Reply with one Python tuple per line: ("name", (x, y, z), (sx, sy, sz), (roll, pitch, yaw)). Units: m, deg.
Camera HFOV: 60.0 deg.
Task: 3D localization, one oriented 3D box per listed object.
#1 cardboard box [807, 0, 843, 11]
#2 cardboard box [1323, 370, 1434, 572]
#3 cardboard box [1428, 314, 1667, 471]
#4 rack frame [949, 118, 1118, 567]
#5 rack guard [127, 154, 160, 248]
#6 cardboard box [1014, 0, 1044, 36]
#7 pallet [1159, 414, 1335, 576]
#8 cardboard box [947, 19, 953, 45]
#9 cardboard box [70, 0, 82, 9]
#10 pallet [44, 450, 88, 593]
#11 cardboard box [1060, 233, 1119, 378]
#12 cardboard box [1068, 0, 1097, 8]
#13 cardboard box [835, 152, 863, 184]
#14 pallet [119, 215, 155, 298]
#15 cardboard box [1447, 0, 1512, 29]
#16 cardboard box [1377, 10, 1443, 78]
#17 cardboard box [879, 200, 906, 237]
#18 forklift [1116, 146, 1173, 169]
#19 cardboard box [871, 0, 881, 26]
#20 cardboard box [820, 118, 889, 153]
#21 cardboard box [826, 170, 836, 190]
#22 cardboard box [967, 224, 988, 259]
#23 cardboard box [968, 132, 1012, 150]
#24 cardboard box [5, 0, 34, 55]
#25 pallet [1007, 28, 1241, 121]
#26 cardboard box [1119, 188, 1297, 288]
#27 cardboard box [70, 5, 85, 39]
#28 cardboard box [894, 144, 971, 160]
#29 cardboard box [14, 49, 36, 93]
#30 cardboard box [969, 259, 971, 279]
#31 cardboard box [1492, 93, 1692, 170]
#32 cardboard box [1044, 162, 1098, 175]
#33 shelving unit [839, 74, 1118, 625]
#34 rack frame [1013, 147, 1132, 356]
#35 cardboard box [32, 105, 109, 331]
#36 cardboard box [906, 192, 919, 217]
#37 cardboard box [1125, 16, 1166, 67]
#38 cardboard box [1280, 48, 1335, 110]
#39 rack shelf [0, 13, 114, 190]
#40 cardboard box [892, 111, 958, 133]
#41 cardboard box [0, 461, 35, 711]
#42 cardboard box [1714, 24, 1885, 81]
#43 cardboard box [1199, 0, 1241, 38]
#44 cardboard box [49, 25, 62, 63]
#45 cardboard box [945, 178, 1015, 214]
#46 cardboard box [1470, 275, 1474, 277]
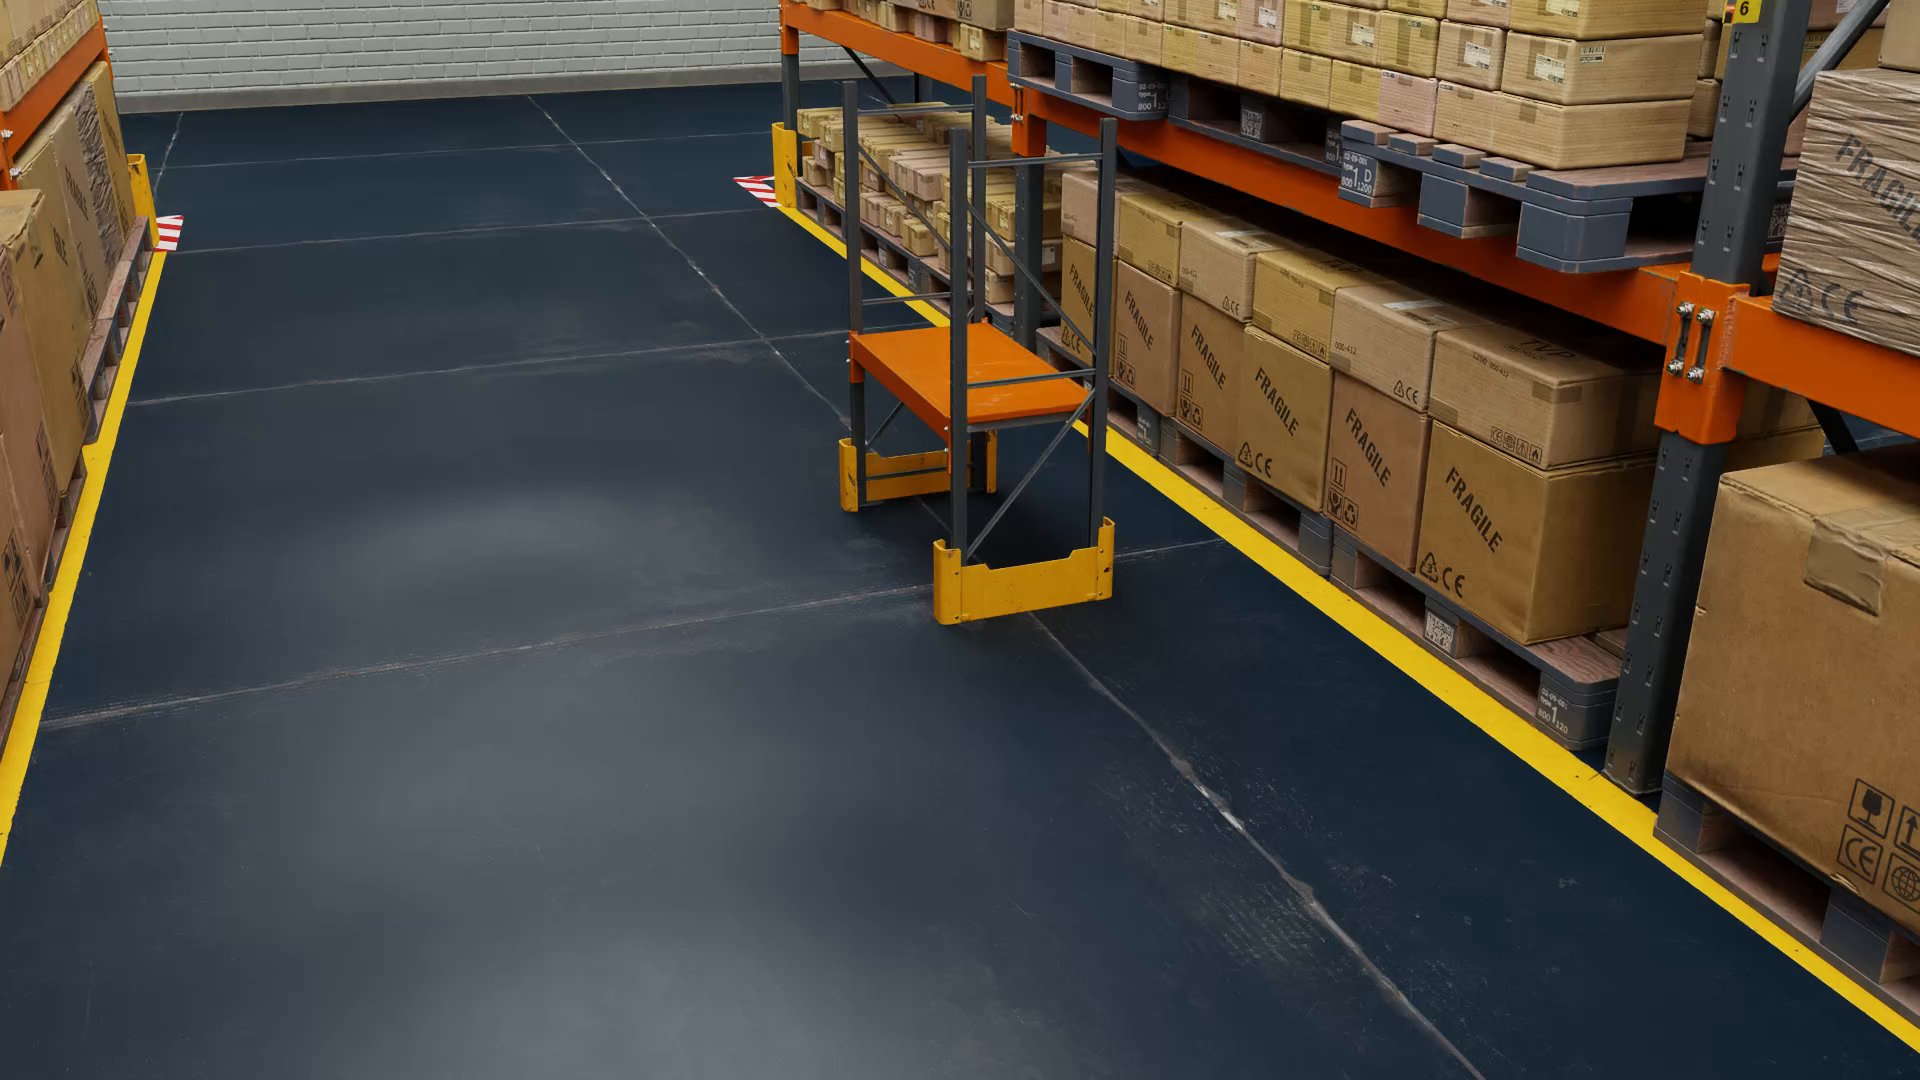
("cardboard box", (-0.696, -3.255, 9.934), (0.380, 0.149, 0.250), (-9, 24, -20))
("cardboard box", (1.491, -0.253, 5.165), (0.500, 0.500, 0.500), (-7, 24, -17))
("cardboard box", (1.661, -0.418, 4.593), (0.500, 0.250, 0.500), (-9, 24, -20))
("rack frame", (0.210, -0.475, 4.947), (0.500, 1.500, 0.032), (-8, 24, -19))
("rack guard", (-5.362, -1.938, 9.705), (1.175, 0.500, 0.348), (-8, 24, -19))
("cardboard box", (0.444, -2.143, 6.756), (0.380, 0.149, 0.250), (-10, 25, -22))
("pallet", (1.446, -0.260, 6.096), (1.003, 0.211, 1.213), (-8, 24, -19))
("cardboard box", (0.157, -2.515, 8.178), (0.380, 0.149, 0.250), (-9, 24, -20))
("cardboard box", (-4.756, -2.825, 8.402), (0.500, 0.250, 0.500), (-9, 24, -20))
("pallet", (-3.598, -0.073, 5.652), (1.003, 0.211, 1.213), (-8, 24, -19))
("cardboard box", (0.748, -1.009, 6.959), (0.500, 0.500, 0.500), (-7, 24, -17))
("cardboard box", (0.629, -2.093, 6.253), (0.380, 0.149, 0.250), (-8, 24, -18))
("cardboard box", (-0.531, -2.224, 9.913), (0.380, 0.149, 0.250), (-8, 24, -17))
("pallet", (-4.998, -1.517, 9.077), (1.003, 0.211, 1.213), (-8, 24, -19))
("cardboard box", (1.460, -1.377, 4.172), (0.380, 0.149, 0.250), (-9, 24, -20))
("cardboard box", (1.357, -1.342, 4.473), (0.380, 0.149, 0.250), (-8, 24, -18))
("cardboard box", (-0.233, -1.811, 9.314), (0.380, 0.149, 0.250), (-8, 24, -19))
("forklift", (1.965, -2.981, 9.049), (1.130, 2.935, 3.031), (-10, 25, -22))
("cardboard box", (-0.271, -2.887, 9.061), (0.380, 0.149, 0.250), (-7, 24, -17))
("cardboard box", (-0.631, -2.450, 10.064), (0.380, 0.149, 0.250), (-8, 24, -19))
("cardboard box", (-0.623, -2.287, 10.444), (0.380, 0.149, 0.250), (-8, 24, -19))
("cardboard box", (0.219, -1.456, 8.090), (0.380, 0.149, 0.250), (-10, 25, -22))
("cardboard box", (0.160, -2.242, 9.571), (0.380, 0.149, 0.250), (-9, 25, -21))
("cardboard box", (-4.033, -2.084, 6.643), (0.500, 0.250, 0.500), (-8, 24, -19))
("pallet", (0.869, -1.886, 6.609), (1.003, 0.211, 1.213), (-8, 24, -19))
("cardboard box", (0.940, -1.161, 6.355), (0.500, 0.250, 0.500), (-8, 24, -18))
("cardboard box", (-4.651, -2.605, 8.391), (0.380, 0.149, 0.250), (-8, 24, -18))
("cardboard box", (-0.149, -2.089, 9.207), (0.380, 0.149, 0.250), (-8, 24, -19))
("cardboard box", (-3.920, -1.857, 6.616), (0.380, 0.149, 0.250), (-8, 24, -17))
("cardboard box", (0.264, -1.353, 8.229), (0.380, 0.149, 0.250), (-8, 24, -18))
("cardboard box", (1.544, -1.012, 4.073), (0.380, 0.149, 0.250), (-8, 24, -18))
("cardboard box", (0.517, -1.864, 8.675), (0.380, 0.149, 0.250), (-9, 24, -20))
("shelving unit", (0.027, -0.663, 5.393), (0.587, 1.500, 1.083), (-8, 24, -19))
("rack frame", (0.735, -2.272, 7.278), (1.000, 3.000, 0.127), (-8, 24, -19))
("cardboard box", (-4.417, -1.420, 7.453), (0.875, 0.875, 0.875), (-8, 24, -19))
("cardboard box", (-0.073, -1.846, 9.014), (0.380, 0.149, 0.250), (-10, 25, -21))
("cardboard box", (0.810, -1.768, 5.866), (0.380, 0.149, 0.250), (-9, 25, -21))
("cardboard box", (1.186, -1.385, 4.957), (0.380, 0.149, 0.250), (-9, 25, -21))
("rack shelf", (-4.647, -2.023, 7.615), (1.077, 0.370, 4.000), (-8, 24, -19))
("cardboard box", (-0.219, -2.623, 10.474), (0.380, 0.149, 0.250), (-8, 24, -18))
("cardboard box", (-3.060, 0.032, 4.006), (1.225, 0.875, 0.875), (-8, 24, -19))
("cardboard box", (2.165, -1.236, 4.221), (0.380, 0.149, 0.250), (-7, 24, -17))
("cardboard box", (0.999, -1.713, 5.351), (0.380, 0.149, 0.250), (-9, 24, -20))
("cardboard box", (-4.286, -2.232, 7.506), (0.380, 0.149, 0.250), (-9, 25, -21))
("cardboard box", (0.144, -1.696, 8.276), (0.380, 0.149, 0.250), (-9, 24, -19))
("cardboard box", (1.789, -0.855, 5.629), (0.500, 0.250, 0.500), (-8, 24, -19))
